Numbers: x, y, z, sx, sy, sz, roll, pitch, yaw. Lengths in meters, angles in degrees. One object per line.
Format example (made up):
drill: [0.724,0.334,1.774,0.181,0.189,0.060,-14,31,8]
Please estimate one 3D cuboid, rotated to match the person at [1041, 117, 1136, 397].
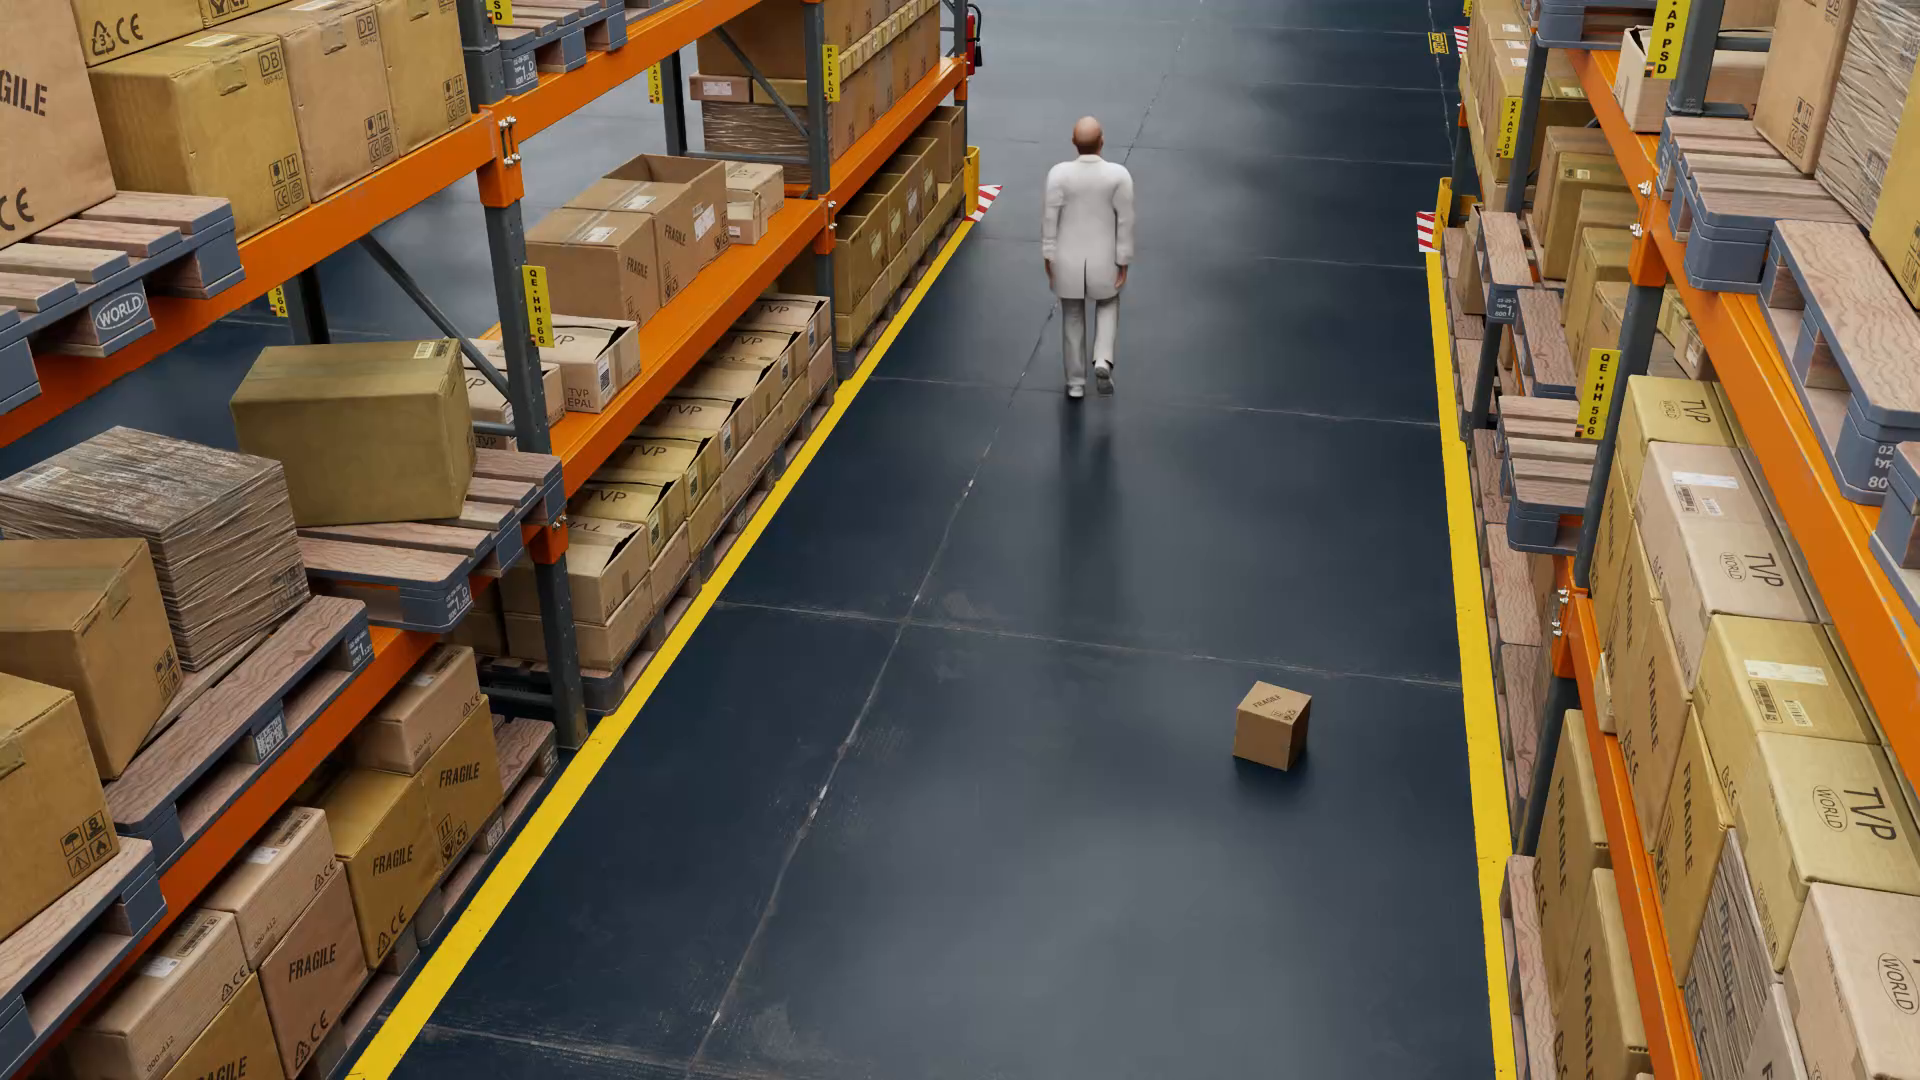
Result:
person: [0.786,-1.744,10.317,0.572,1.781,0.534,1,28,2]
